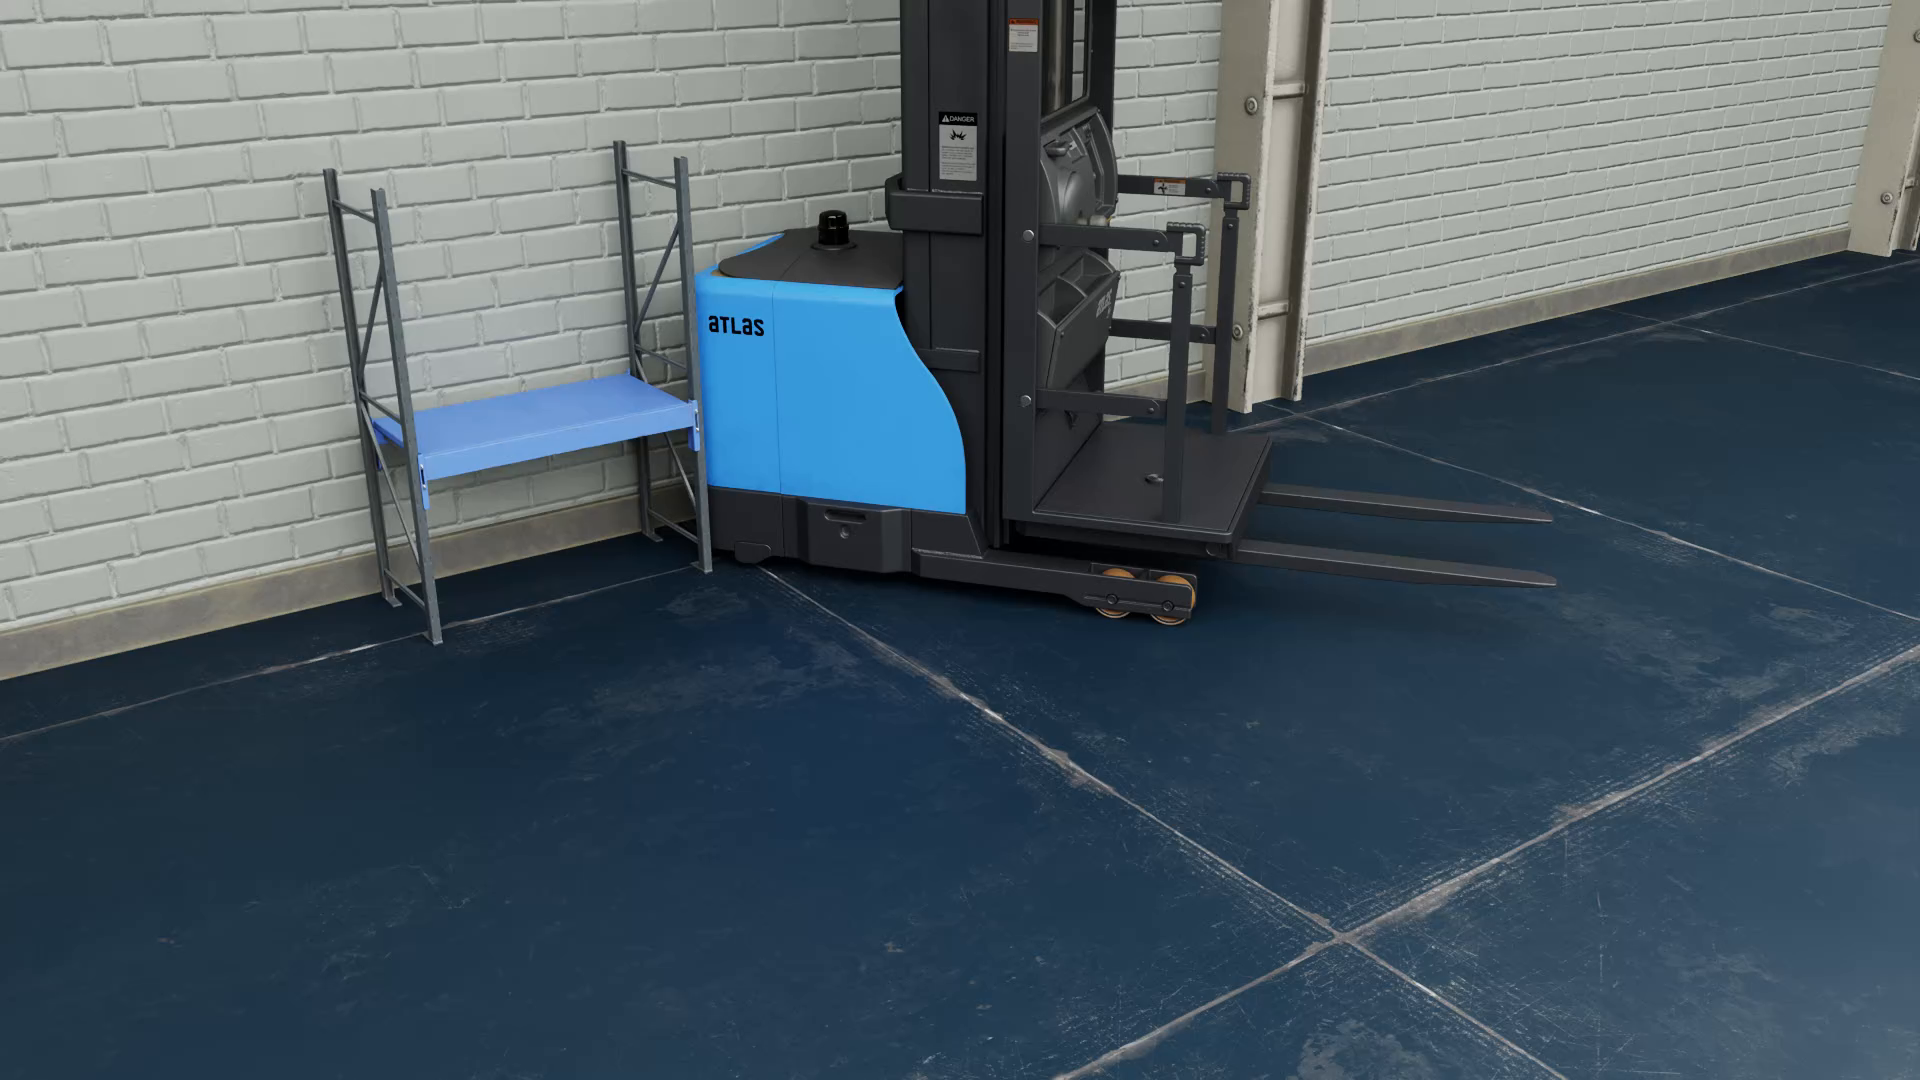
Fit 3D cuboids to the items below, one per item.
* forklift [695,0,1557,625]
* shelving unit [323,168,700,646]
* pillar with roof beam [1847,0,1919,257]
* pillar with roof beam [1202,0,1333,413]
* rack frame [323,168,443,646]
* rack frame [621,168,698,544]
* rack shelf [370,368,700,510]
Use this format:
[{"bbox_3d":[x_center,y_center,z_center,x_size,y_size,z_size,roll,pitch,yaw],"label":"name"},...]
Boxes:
[{"bbox_3d":[0.601,-1.292,5.679,3.031,2.935,1.130,7,23,16],"label":"forklift"},{"bbox_3d":[-1.480,-0.535,5.714,1.039,1.500,0.538,-16,27,-34],"label":"shelving unit"},{"bbox_3d":[8.805,-4.874,6.468,0.400,9.000,9.100,-15,26,-33],"label":"pillar with roof beam"},{"bbox_3d":[3.934,-3.575,3.213,0.400,9.000,9.100,-15,26,-33],"label":"pillar with roof beam"},{"bbox_3d":[-1.883,-0.423,5.433,0.032,1.500,0.500,-16,27,-34],"label":"rack frame"},{"bbox_3d":[-1.071,-0.650,6.001,0.013,1.308,0.475,-16,27,-34],"label":"rack frame"},{"bbox_3d":[-1.476,-0.369,5.783,1.000,0.185,0.538,-16,27,-34],"label":"rack shelf"}]
